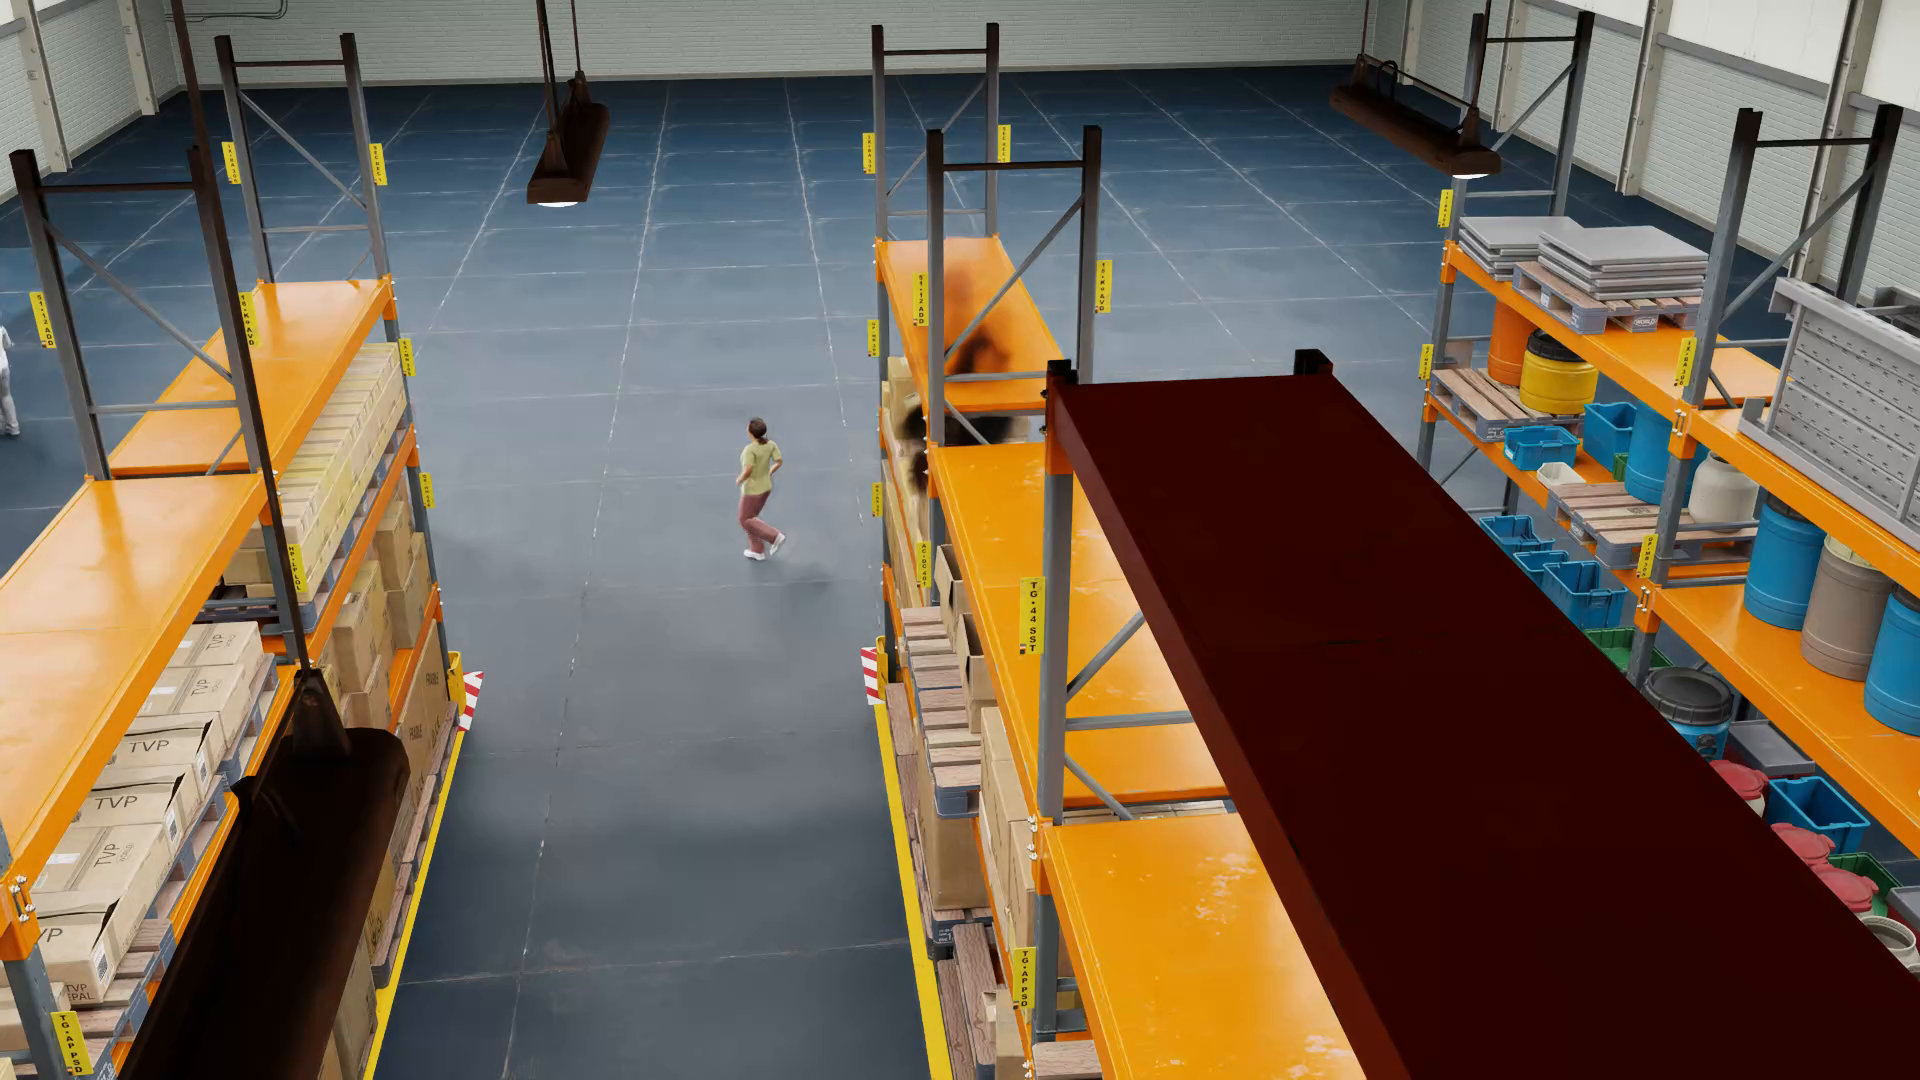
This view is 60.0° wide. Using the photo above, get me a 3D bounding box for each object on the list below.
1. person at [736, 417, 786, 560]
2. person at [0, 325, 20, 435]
[{"bbox_3d":[-2.117,-0.513,17.707,0.603,1.643,0.577,17,30,32],"label":"person"},{"bbox_3d":[-12.303,-2.185,21.038,0.641,1.734,0.637,21,33,37],"label":"person"}]
